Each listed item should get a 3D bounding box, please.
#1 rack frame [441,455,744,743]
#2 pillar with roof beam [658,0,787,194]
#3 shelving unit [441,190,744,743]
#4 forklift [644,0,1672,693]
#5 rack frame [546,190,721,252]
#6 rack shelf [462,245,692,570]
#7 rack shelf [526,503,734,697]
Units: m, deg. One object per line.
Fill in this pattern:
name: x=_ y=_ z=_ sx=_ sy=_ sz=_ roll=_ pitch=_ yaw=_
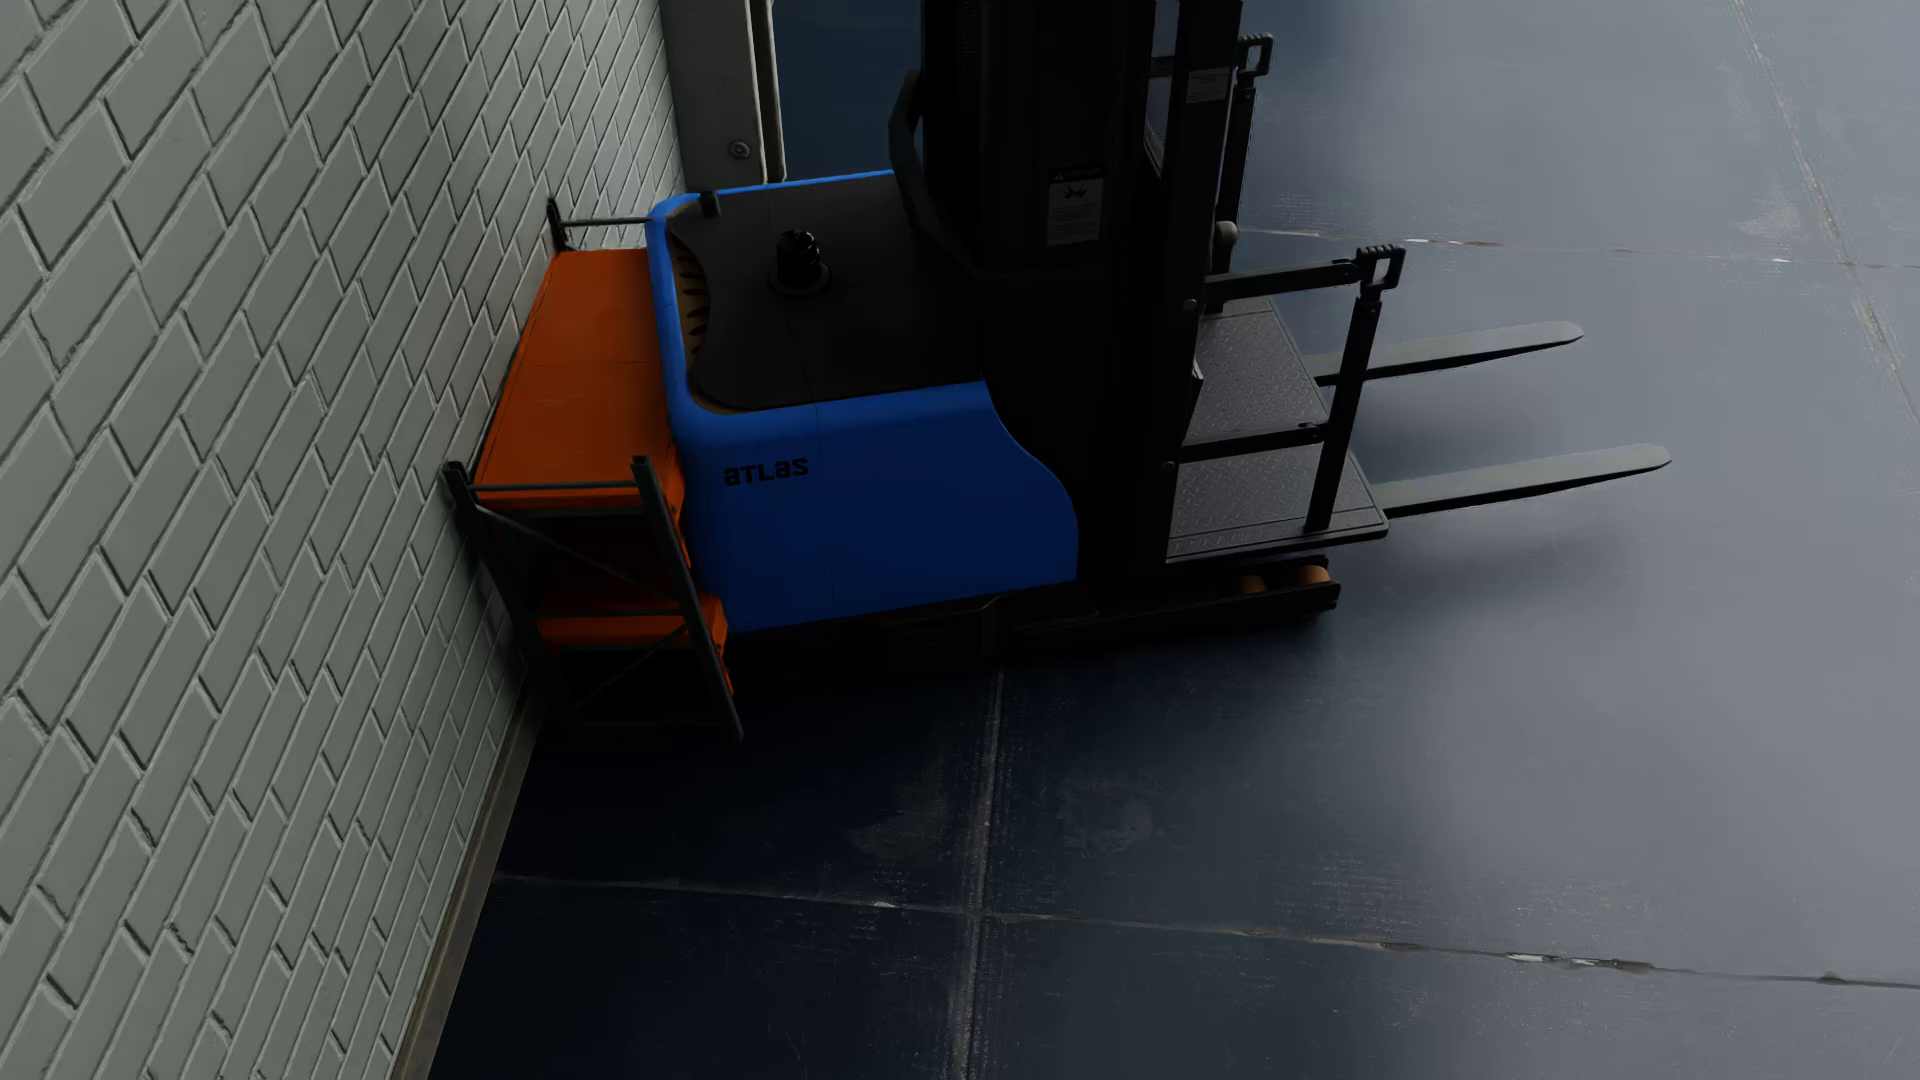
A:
rack frame: x=-0.918 y=0.193 z=4.315 sx=0.500 sy=1.125 sz=0.032 roll=-1 pitch=48 yaw=6
pillar with roof beam: x=3.431 y=-4.056 z=2.861 sx=9.100 sy=9.000 sz=0.400 roll=4 pitch=48 yaw=4
shelving unit: x=-0.890 y=-0.188 z=4.651 sx=0.538 sy=1.125 sz=1.048 roll=-1 pitch=48 yaw=6
forklift: x=0.670 y=-1.101 z=4.271 sx=3.031 sy=2.935 sz=1.130 roll=-9 pitch=48 yaw=-8
rack frame: x=-0.863 y=-0.568 z=4.987 sx=0.500 sy=1.125 sz=0.032 roll=-1 pitch=48 yaw=6
rack shelf: x=-0.919 y=-0.382 z=4.434 sx=0.538 sy=0.278 sz=1.000 roll=-1 pitch=48 yaw=6
rack shelf: x=-0.866 y=-0.025 z=4.832 sx=0.538 sy=0.278 sz=1.000 roll=-1 pitch=48 yaw=6
